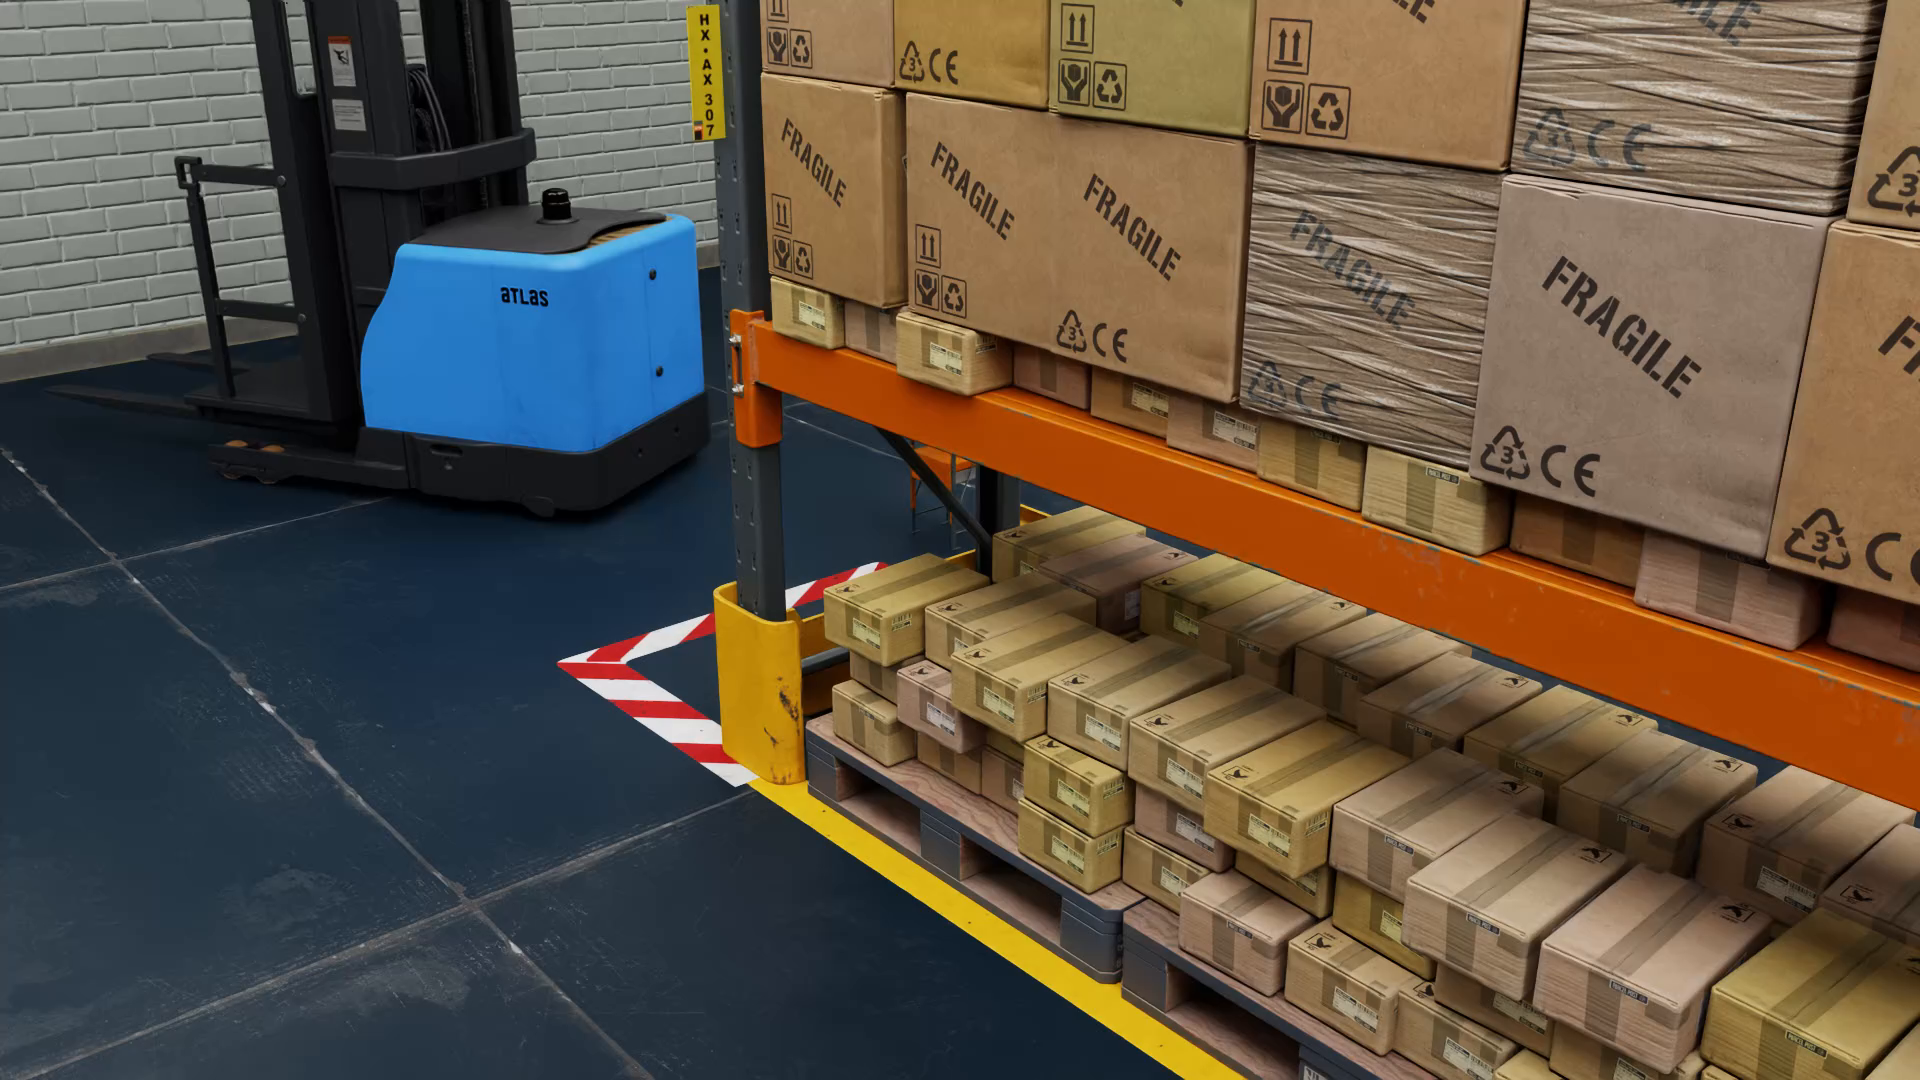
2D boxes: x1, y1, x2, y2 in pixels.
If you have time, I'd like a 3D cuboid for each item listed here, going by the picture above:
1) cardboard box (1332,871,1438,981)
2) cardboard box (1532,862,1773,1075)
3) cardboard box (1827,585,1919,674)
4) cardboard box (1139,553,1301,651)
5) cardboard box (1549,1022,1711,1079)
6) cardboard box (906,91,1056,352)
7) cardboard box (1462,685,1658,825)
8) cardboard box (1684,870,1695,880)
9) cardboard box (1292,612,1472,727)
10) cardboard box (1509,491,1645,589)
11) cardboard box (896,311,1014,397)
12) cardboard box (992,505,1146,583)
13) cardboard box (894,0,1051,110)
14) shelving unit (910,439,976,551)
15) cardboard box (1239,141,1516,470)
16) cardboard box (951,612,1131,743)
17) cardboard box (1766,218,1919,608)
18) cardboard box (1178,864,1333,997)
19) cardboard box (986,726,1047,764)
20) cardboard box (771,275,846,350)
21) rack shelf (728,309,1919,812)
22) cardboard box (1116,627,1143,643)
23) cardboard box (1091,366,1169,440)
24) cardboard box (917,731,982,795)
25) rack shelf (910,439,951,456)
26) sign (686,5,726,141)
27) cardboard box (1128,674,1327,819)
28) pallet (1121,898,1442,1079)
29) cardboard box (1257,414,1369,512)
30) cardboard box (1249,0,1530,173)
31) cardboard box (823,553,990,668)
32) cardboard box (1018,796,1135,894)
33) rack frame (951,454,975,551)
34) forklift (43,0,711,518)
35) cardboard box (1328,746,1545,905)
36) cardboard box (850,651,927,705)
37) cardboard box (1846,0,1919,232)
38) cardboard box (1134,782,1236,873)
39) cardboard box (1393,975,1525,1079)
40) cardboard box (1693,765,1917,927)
[{"bbox_3d":[0.994,0.725,3.445,0.380,0.149,0.250,-16,26,-35],"label":"cardboard box"},{"bbox_3d":[1.236,0.753,2.966,0.380,0.149,0.250,-19,28,-40],"label":"cardboard box"},{"bbox_3d":[1.527,0.079,2.514,0.380,0.149,0.250,-18,28,-39],"label":"cardboard box"},{"bbox_3d":[0.700,0.166,4.465,0.380,0.149,0.250,-18,28,-39],"label":"cardboard box"},{"bbox_3d":[1.296,0.888,3.030,0.380,0.149,0.250,-17,27,-36],"label":"cardboard box"},{"bbox_3d":[0.229,-0.753,3.748,0.500,0.500,0.500,-17,27,-37],"label":"cardboard box"},{"bbox_3d":[1.319,0.478,3.667,0.380,0.149,0.250,-17,27,-37],"label":"cardboard box"},{"bbox_3d":[1.521,0.674,3.576,0.380,0.149,0.250,-18,27,-38],"label":"cardboard box"},{"bbox_3d":[1.038,0.314,4.088,0.380,0.149,0.250,-16,27,-36],"label":"cardboard box"},{"bbox_3d":[1.168,-0.062,2.873,0.380,0.149,0.250,-18,28,-38],"label":"cardboard box"},{"bbox_3d":[0.072,-0.467,3.908,0.380,0.149,0.250,-18,28,-39],"label":"cardboard box"},{"bbox_3d":[0.314,0.042,4.782,0.380,0.149,0.250,-17,27,-37],"label":"cardboard box"},{"bbox_3d":[0.202,-1.225,3.582,0.500,0.500,0.500,-16,27,-36],"label":"cardboard box"},{"bbox_3d":[-0.035,-0.504,6.330,0.215,1.050,0.252,-17,27,-37],"label":"shelving unit"},{"bbox_3d":[0.876,-0.475,3.039,0.500,0.500,0.500,-18,28,-39],"label":"cardboard box"},{"bbox_3d":[0.199,0.329,4.049,0.380,0.149,0.250,-18,27,-38],"label":"cardboard box"},{"bbox_3d":[1.519,-0.189,2.309,0.500,0.500,0.500,-18,28,-39],"label":"cardboard box"},{"bbox_3d":[0.695,0.807,3.643,0.380,0.149,0.250,-19,28,-40],"label":"cardboard box"},{"bbox_3d":[0.287,0.436,4.184,0.380,0.149,0.250,-17,27,-37],"label":"cardboard box"},{"bbox_3d":[-0.261,-0.615,4.285,0.380,0.149,0.250,-18,28,-38],"label":"cardboard box"},{"bbox_3d":[1.082,-0.012,3.387,1.077,0.370,4.000,-17,27,-37],"label":"rack shelf"},{"bbox_3d":[0.467,0.257,4.640,0.380,0.149,0.250,-18,28,-39],"label":"cardboard box"},{"bbox_3d":[0.504,-0.347,3.603,0.380,0.149,0.250,-18,28,-38],"label":"cardboard box"},{"bbox_3d":[0.109,0.506,4.411,0.380,0.149,0.250,-18,27,-38],"label":"cardboard box"},{"bbox_3d":[-0.035,-0.494,6.334,0.215,0.259,0.240,-17,27,-37],"label":"rack shelf"},{"bbox_3d":[-0.635,-1.173,4.179,0.100,0.325,0.005,-17,27,-37],"label":"sign"},{"bbox_3d":[0.598,0.457,3.723,0.380,0.149,0.250,-16,27,-35],"label":"cardboard box"},{"bbox_3d":[1.122,0.990,3.667,1.003,0.211,1.213,-17,27,-37],"label":"pallet"},{"bbox_3d":[0.796,-0.196,3.216,0.380,0.149,0.250,-16,27,-36],"label":"cardboard box"},{"bbox_3d":[0.860,-0.936,2.844,0.500,0.500,0.500,-19,28,-39],"label":"cardboard box"},{"bbox_3d":[-0.139,0.181,4.426,0.380,0.149,0.250,-19,28,-40],"label":"cardboard box"},{"bbox_3d":[0.360,0.670,3.993,0.380,0.149,0.250,-17,27,-37],"label":"cardboard box"},{"bbox_3d":[0.045,-0.470,6.244,0.200,1.050,0.008,-17,27,-37],"label":"rack frame"},{"bbox_3d":[-2.682,-1.771,6.988,3.031,2.935,1.130,8,23,19],"label":"forklift"},{"bbox_3d":[0.972,0.587,3.390,0.380,0.149,0.250,-17,27,-37],"label":"cardboard box"},{"bbox_3d":[-0.076,0.300,4.530,0.380,0.149,0.250,-16,27,-35],"label":"cardboard box"},{"bbox_3d":[1.534,-0.652,2.119,0.500,0.500,0.500,-19,28,-39],"label":"cardboard box"},{"bbox_3d":[0.617,0.583,3.808,0.380,0.149,0.250,-19,28,-40],"label":"cardboard box"},{"bbox_3d":[1.078,0.937,3.313,0.380,0.149,0.250,-17,27,-36],"label":"cardboard box"},{"bbox_3d":[1.690,0.611,3.327,0.380,0.149,0.250,-17,27,-36],"label":"cardboard box"}]
